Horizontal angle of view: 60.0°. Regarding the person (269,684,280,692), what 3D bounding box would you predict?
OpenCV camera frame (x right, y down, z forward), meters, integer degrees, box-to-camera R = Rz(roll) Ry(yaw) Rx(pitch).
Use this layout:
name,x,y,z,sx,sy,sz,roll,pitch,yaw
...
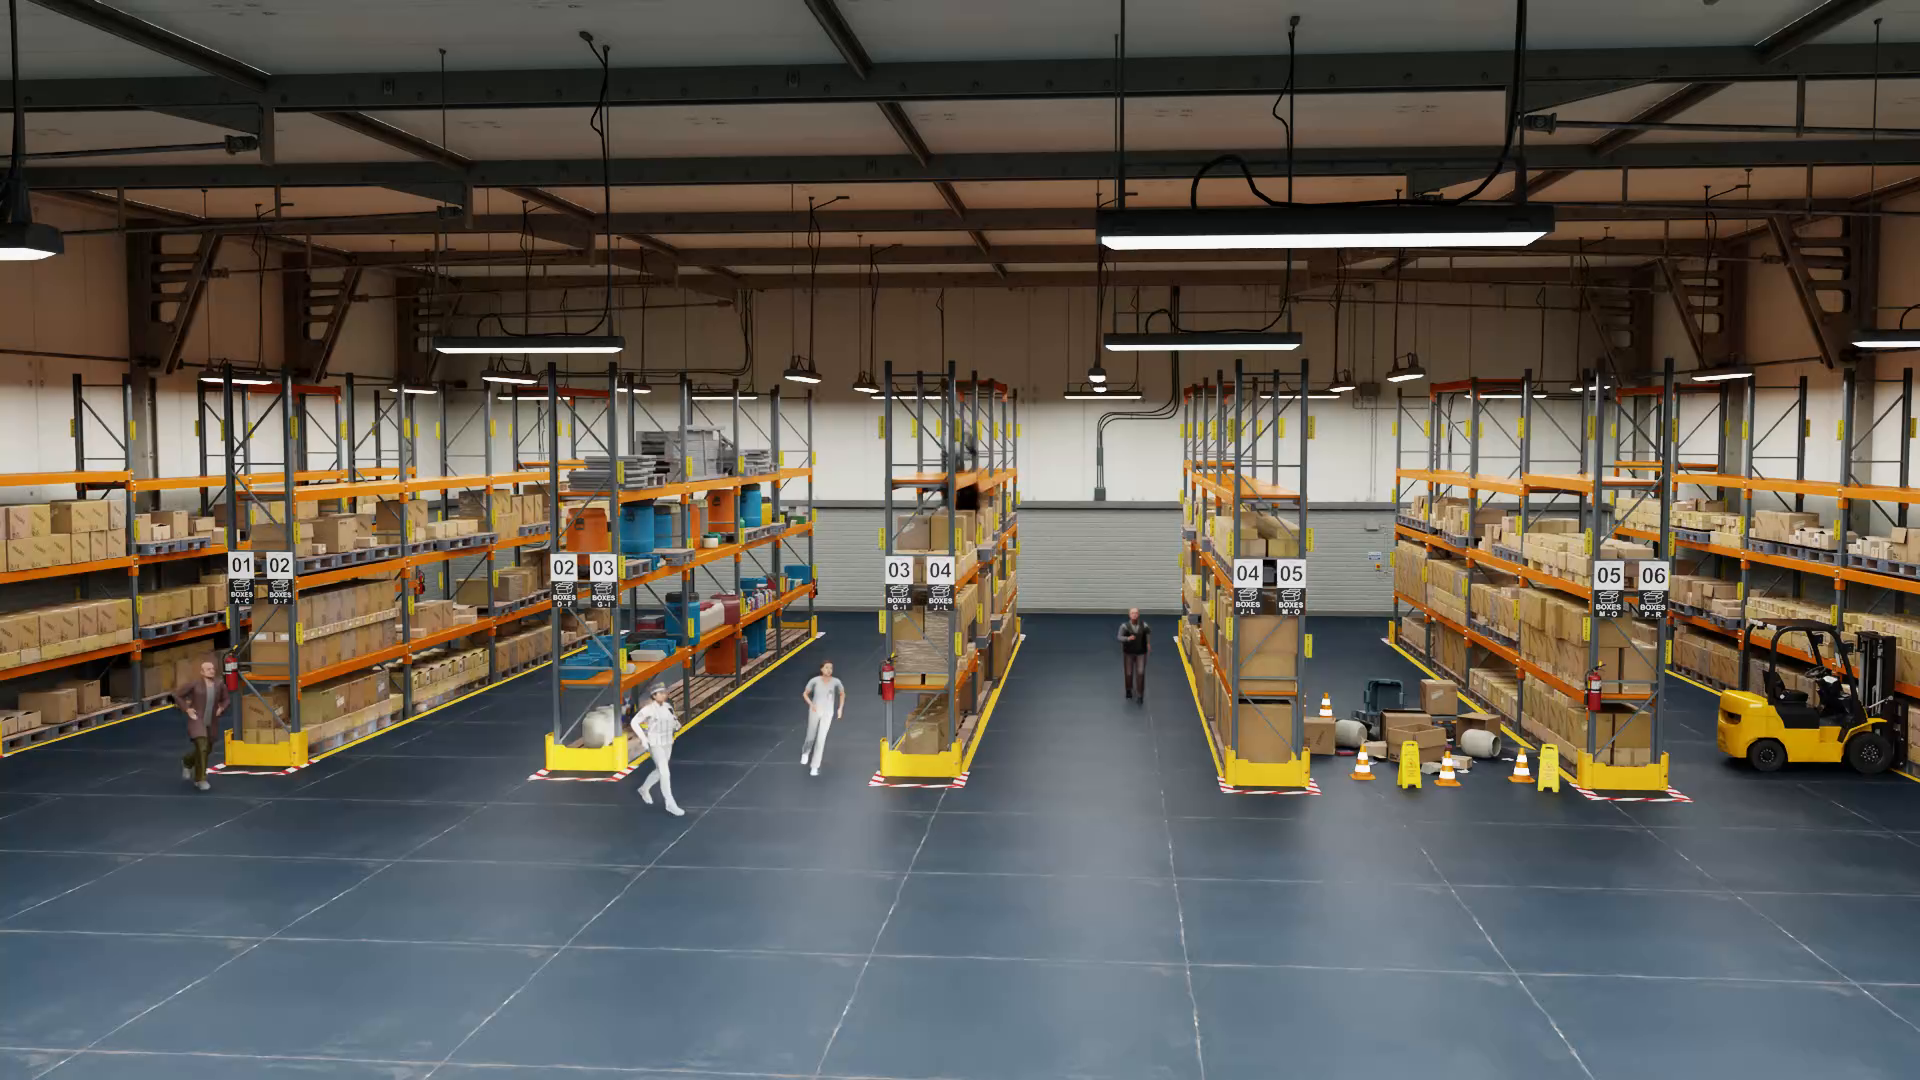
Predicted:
name,x,y,z,sx,sy,sz,roll,pitch,yaw
person,-11.771,2.288,28.856,0.629,1.644,0.543,0,4,-1

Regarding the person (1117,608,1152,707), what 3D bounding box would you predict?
name,x,y,z,sx,sy,sz,roll,pitch,yaw
person,3.200,2.119,30.477,0.643,1.744,0.906,0,4,3

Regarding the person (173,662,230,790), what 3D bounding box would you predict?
name,x,y,z,sx,sy,sz,roll,pitch,yaw
person,-10.688,2.605,23.528,0.814,1.755,0.748,3,5,41

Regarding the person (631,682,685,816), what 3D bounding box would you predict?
name,x,y,z,sx,sy,sz,roll,pitch,yaw
person,-3.920,2.701,21.771,0.897,1.693,0.606,3,5,34

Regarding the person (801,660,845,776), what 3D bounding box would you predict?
name,x,y,z,sx,sy,sz,roll,pitch,yaw
person,-2.005,2.572,24.451,0.646,1.646,0.825,-1,4,-8
